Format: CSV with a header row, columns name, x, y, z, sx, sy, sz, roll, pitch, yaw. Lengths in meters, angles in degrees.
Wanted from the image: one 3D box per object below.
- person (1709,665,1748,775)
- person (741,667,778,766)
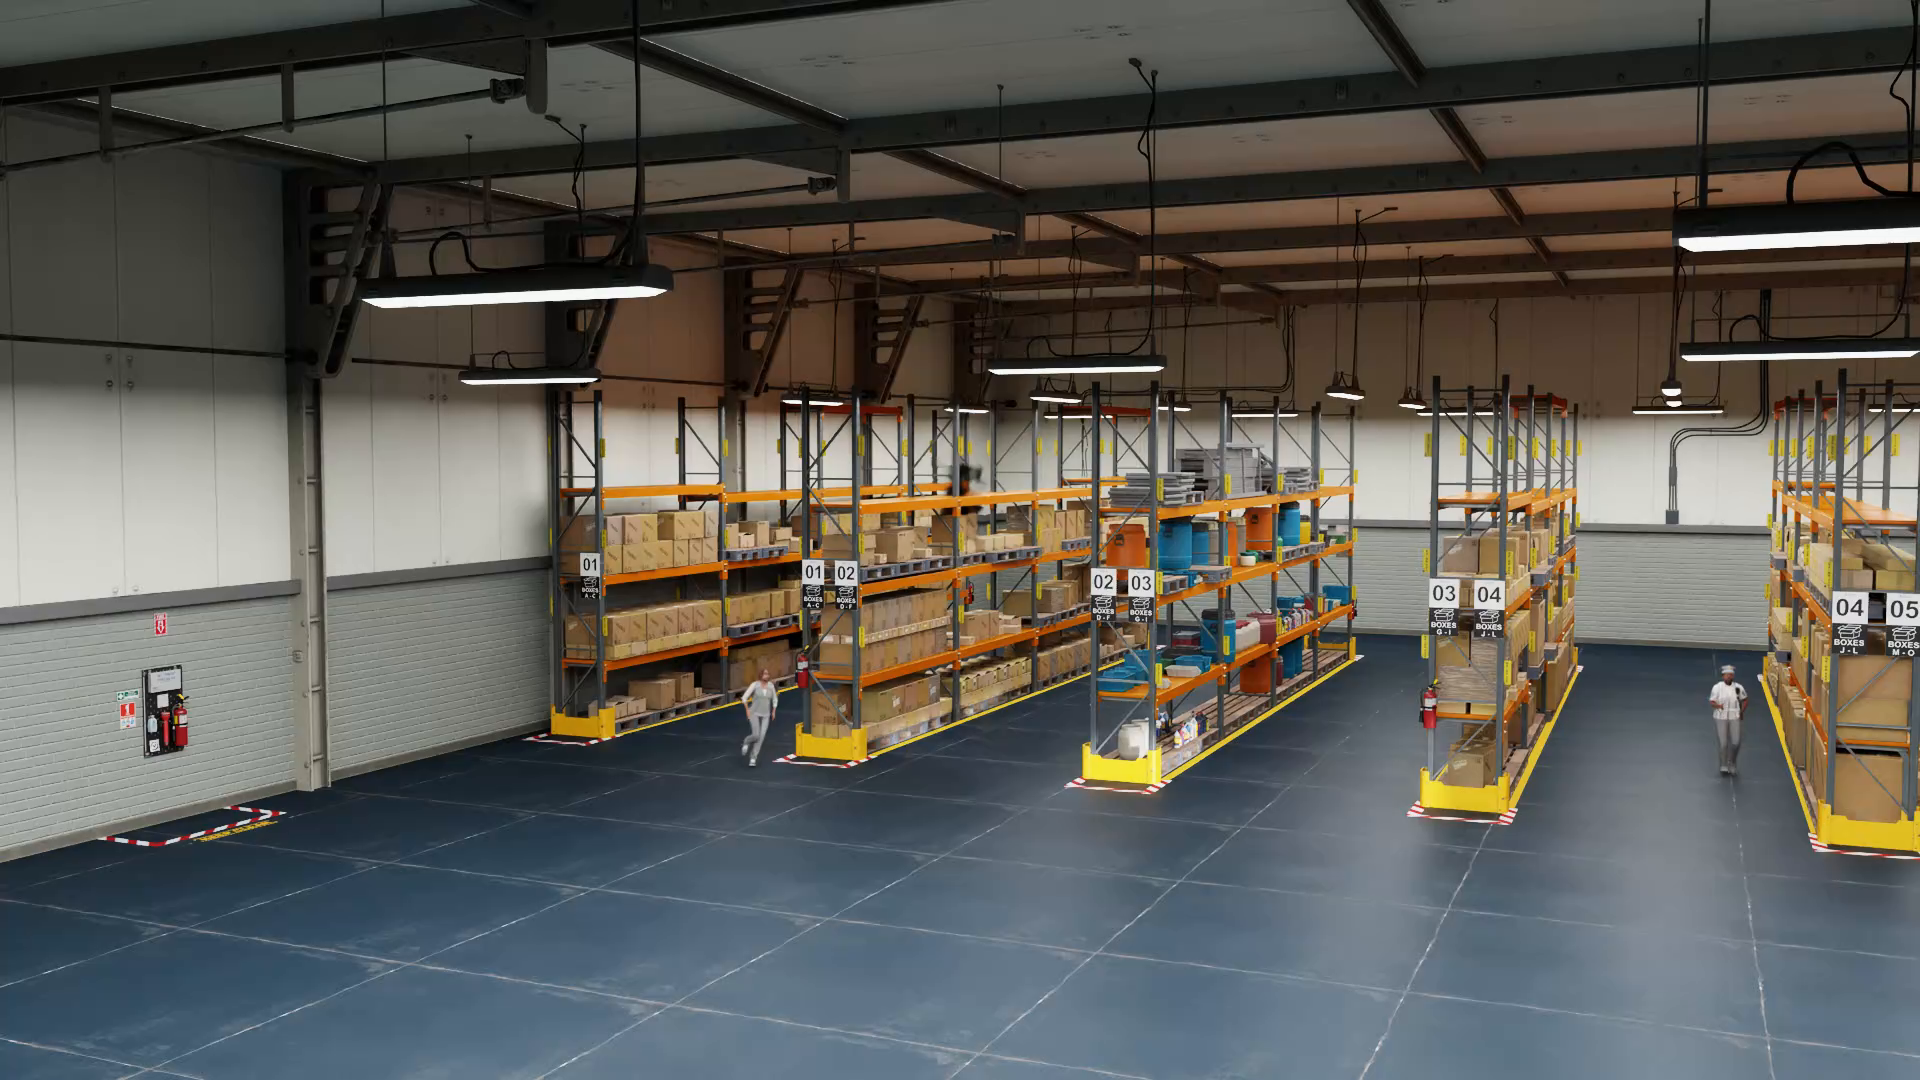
name,x,y,z,sx,sy,sz,roll,pitch,yaw
person,11.765,2.758,25.437,0.560,1.685,0.605,1,3,21
person,-3.151,2.783,26.348,0.577,1.524,0.546,-1,3,-24
